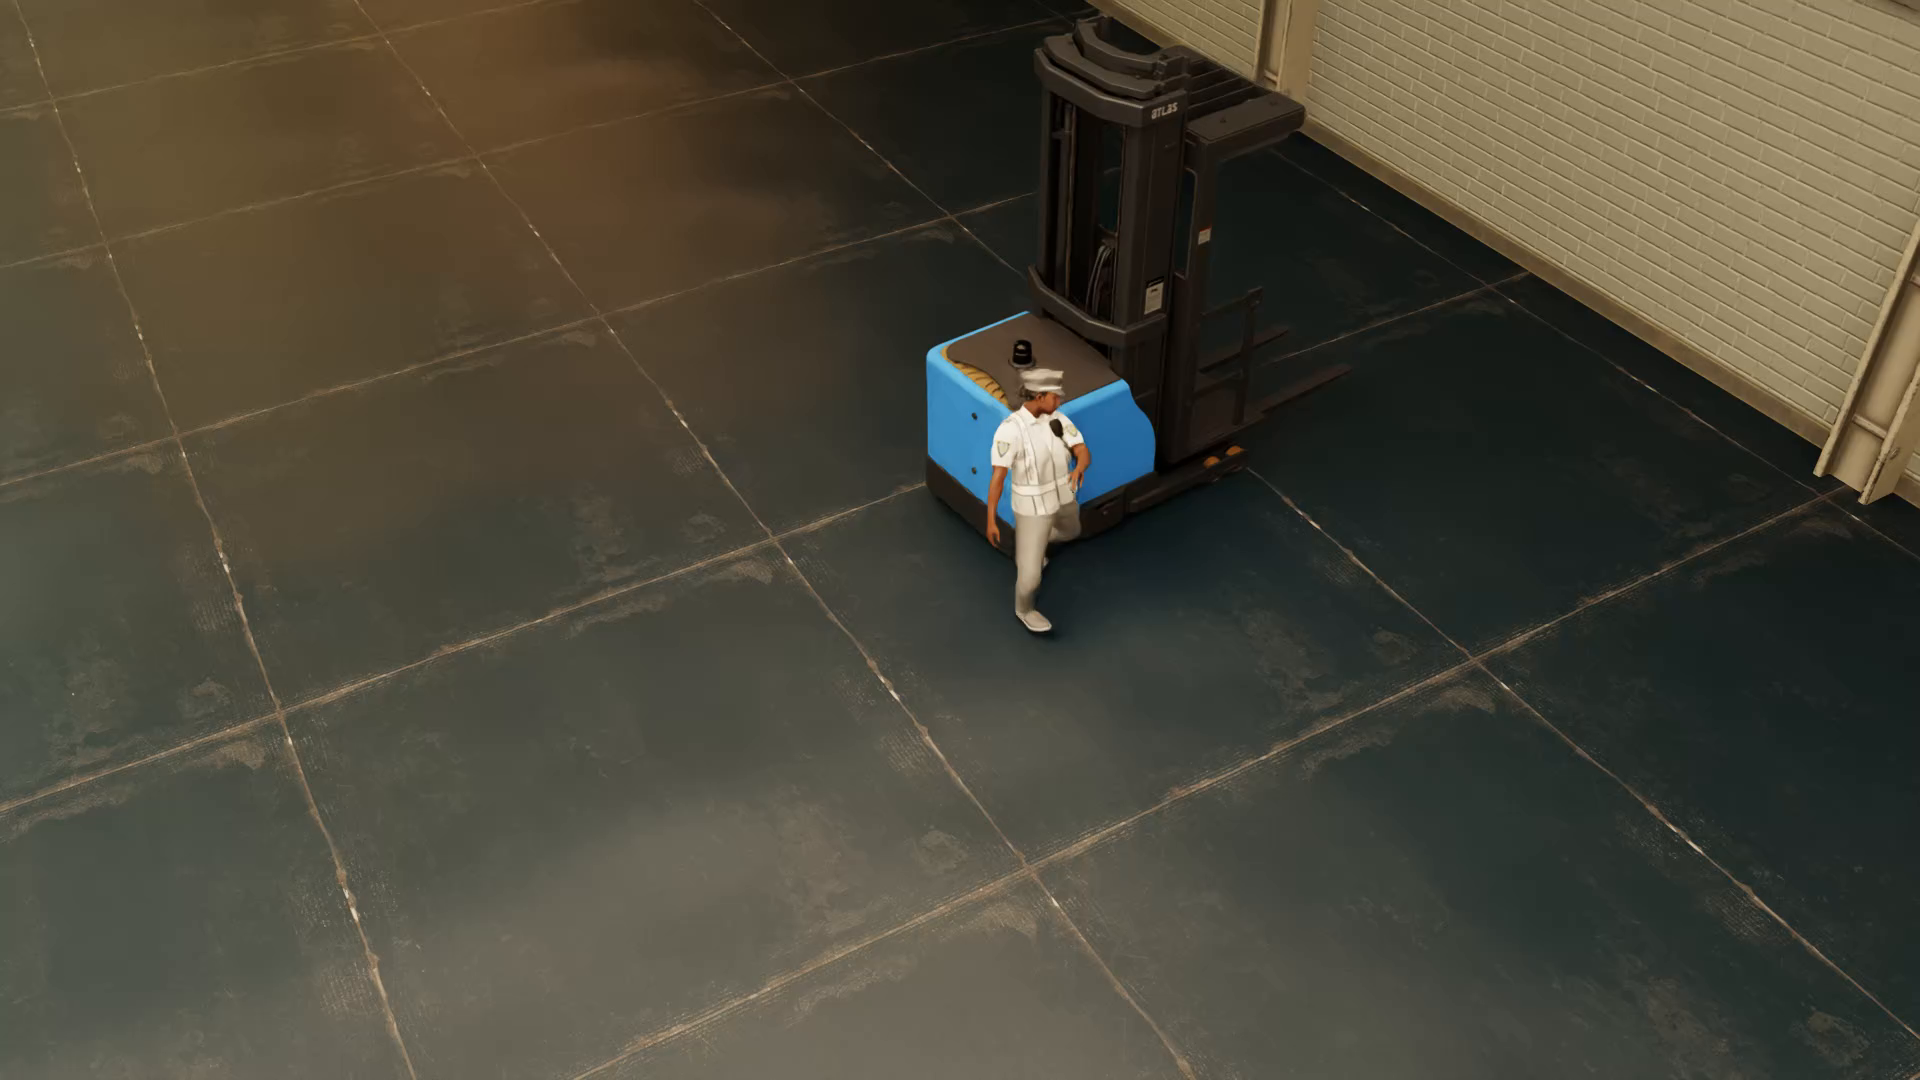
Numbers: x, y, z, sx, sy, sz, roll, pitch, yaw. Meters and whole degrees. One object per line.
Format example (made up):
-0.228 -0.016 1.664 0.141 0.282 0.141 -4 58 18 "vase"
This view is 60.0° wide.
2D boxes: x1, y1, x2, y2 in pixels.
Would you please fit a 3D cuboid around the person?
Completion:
0.411 -0.193 9.355 0.815 1.495 0.798 31 49 32 "person"

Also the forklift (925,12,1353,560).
1.275 -1.753 10.150 3.031 2.935 1.130 -25 46 -27 "forklift"
